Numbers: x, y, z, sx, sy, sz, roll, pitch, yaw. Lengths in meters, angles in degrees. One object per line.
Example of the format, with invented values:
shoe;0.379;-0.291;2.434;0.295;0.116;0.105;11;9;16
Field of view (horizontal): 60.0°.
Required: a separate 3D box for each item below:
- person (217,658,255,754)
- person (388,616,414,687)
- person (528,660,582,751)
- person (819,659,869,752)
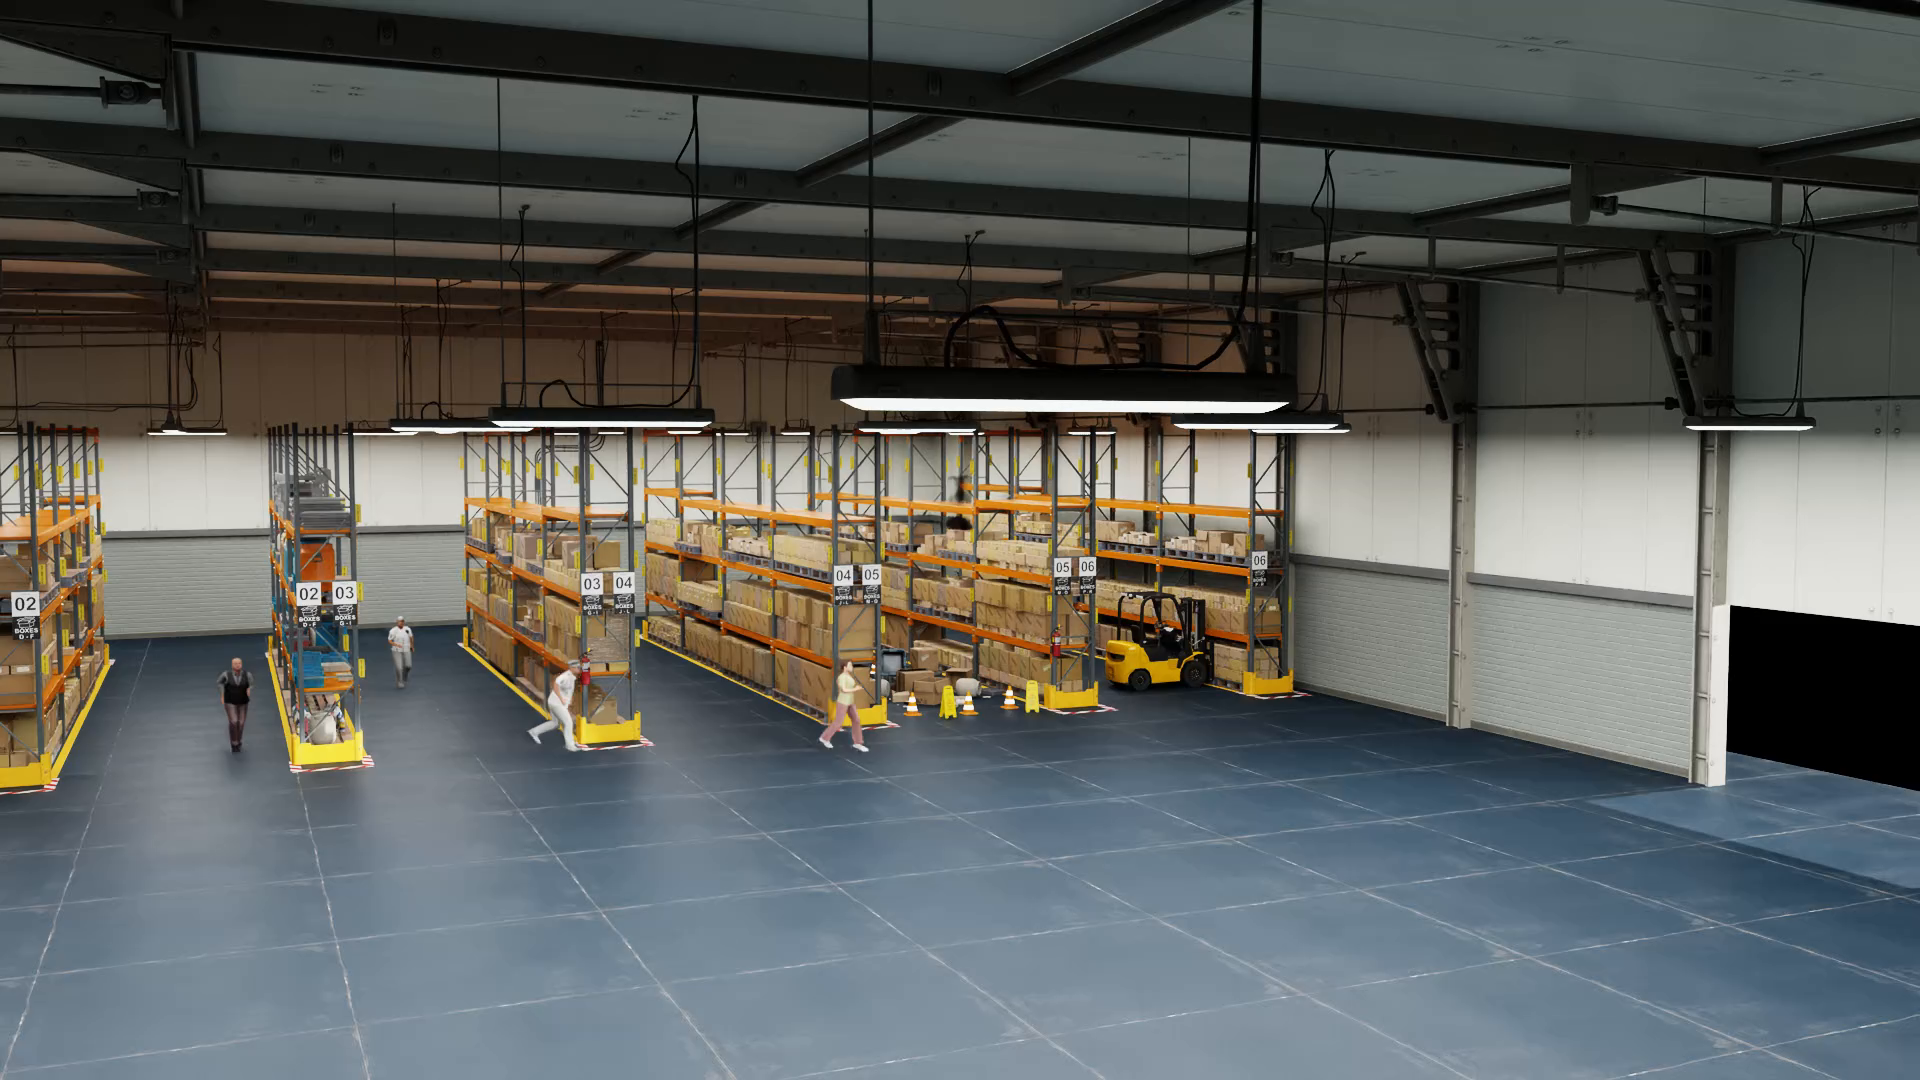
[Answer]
person;-13.232;3.029;30.438;0.595;1.771;0.874;-3;4;-38
person;-12.844;2.573;38.312;0.596;1.628;0.520;-2;4;-30
person;-7.427;3.049;30.439;0.990;1.721;0.683;0;3;0
person;-2.121;3.006;30.338;0.940;1.683;0.560;1;4;16
